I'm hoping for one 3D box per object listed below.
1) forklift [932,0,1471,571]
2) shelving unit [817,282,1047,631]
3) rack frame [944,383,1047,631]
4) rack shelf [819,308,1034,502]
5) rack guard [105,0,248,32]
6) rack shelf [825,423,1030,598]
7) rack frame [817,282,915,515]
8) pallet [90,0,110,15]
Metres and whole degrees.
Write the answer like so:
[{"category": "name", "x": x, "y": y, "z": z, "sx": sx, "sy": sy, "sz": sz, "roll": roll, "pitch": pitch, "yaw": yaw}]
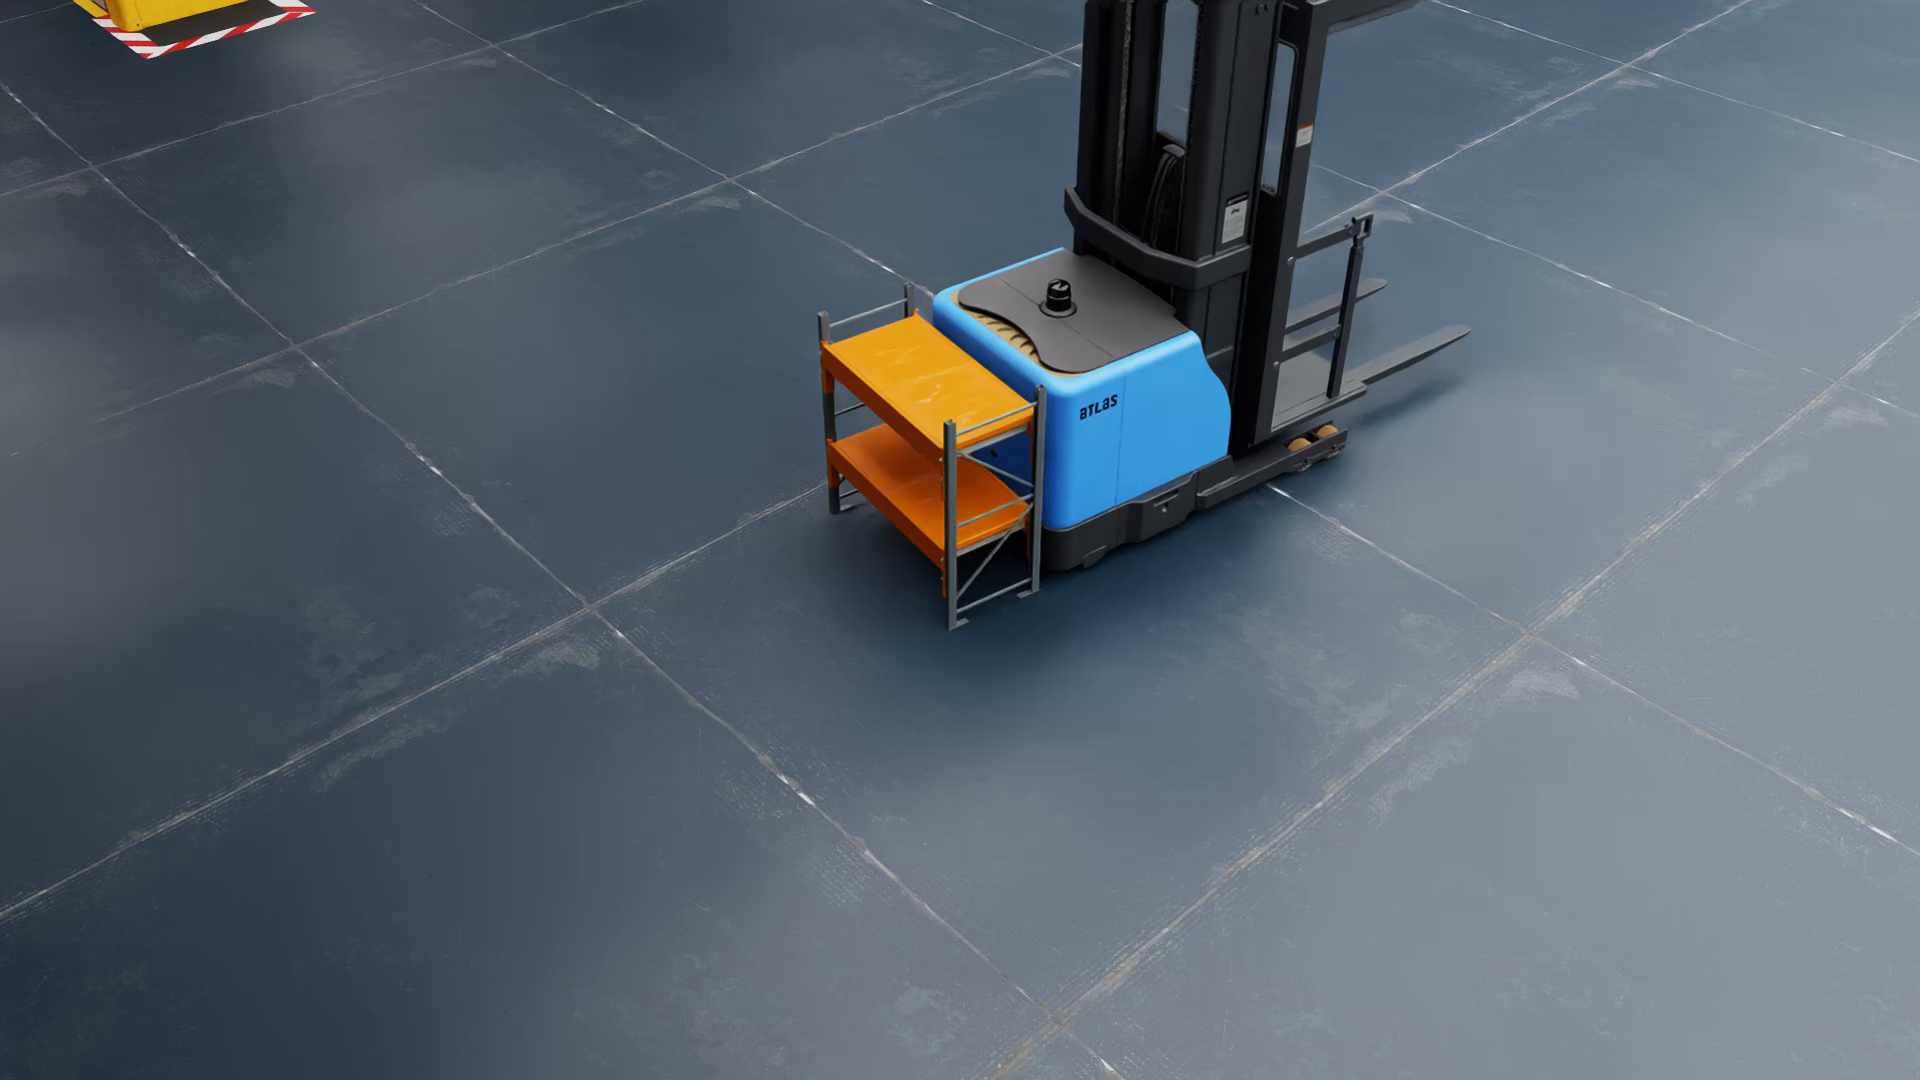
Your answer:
[{"category": "forklift", "x": 1.351, "y": -1.733, "z": 7.770, "sx": 3.031, "sy": 2.935, "sz": 1.130, "roll": -24, "pitch": 45, "yaw": -27}, {"category": "shelving unit", "x": -0.137, "y": -0.389, "z": 7.544, "sx": 0.538, "sy": 1.125, "sz": 1.048, "roll": -23, "pitch": 44, "yaw": -26}, {"category": "rack frame", "x": 0.148, "y": -0.124, "z": 7.217, "sx": 0.500, "sy": 1.125, "sz": 0.032, "roll": -23, "pitch": 44, "yaw": -26}, {"category": "rack shelf", "x": -0.137, "y": -0.617, "z": 7.360, "sx": 0.538, "sy": 0.278, "sz": 1.000, "roll": -23, "pitch": 44, "yaw": -26}, {"category": "rack guard", "x": -6.089, "y": -4.417, "z": 13.029, "sx": 1.175, "sy": 0.500, "sz": 0.348, "roll": -30, "pitch": 48, "yaw": -32}, {"category": "rack shelf", "x": -0.137, "y": -0.199, "z": 7.698, "sx": 0.538, "sy": 0.278, "sz": 1.000, "roll": -23, "pitch": 44, "yaw": -26}, {"category": "rack frame", "x": -0.421, "y": -0.654, "z": 7.872, "sx": 0.500, "sy": 1.125, "sz": 0.032, "roll": -23, "pitch": 44, "yaw": -26}, {"category": "pallet", "x": -6.653, "y": -4.652, "z": 13.549, "sx": 1.003, "sy": 0.211, "sz": 1.213, "roll": -30, "pitch": 48, "yaw": -32}]
